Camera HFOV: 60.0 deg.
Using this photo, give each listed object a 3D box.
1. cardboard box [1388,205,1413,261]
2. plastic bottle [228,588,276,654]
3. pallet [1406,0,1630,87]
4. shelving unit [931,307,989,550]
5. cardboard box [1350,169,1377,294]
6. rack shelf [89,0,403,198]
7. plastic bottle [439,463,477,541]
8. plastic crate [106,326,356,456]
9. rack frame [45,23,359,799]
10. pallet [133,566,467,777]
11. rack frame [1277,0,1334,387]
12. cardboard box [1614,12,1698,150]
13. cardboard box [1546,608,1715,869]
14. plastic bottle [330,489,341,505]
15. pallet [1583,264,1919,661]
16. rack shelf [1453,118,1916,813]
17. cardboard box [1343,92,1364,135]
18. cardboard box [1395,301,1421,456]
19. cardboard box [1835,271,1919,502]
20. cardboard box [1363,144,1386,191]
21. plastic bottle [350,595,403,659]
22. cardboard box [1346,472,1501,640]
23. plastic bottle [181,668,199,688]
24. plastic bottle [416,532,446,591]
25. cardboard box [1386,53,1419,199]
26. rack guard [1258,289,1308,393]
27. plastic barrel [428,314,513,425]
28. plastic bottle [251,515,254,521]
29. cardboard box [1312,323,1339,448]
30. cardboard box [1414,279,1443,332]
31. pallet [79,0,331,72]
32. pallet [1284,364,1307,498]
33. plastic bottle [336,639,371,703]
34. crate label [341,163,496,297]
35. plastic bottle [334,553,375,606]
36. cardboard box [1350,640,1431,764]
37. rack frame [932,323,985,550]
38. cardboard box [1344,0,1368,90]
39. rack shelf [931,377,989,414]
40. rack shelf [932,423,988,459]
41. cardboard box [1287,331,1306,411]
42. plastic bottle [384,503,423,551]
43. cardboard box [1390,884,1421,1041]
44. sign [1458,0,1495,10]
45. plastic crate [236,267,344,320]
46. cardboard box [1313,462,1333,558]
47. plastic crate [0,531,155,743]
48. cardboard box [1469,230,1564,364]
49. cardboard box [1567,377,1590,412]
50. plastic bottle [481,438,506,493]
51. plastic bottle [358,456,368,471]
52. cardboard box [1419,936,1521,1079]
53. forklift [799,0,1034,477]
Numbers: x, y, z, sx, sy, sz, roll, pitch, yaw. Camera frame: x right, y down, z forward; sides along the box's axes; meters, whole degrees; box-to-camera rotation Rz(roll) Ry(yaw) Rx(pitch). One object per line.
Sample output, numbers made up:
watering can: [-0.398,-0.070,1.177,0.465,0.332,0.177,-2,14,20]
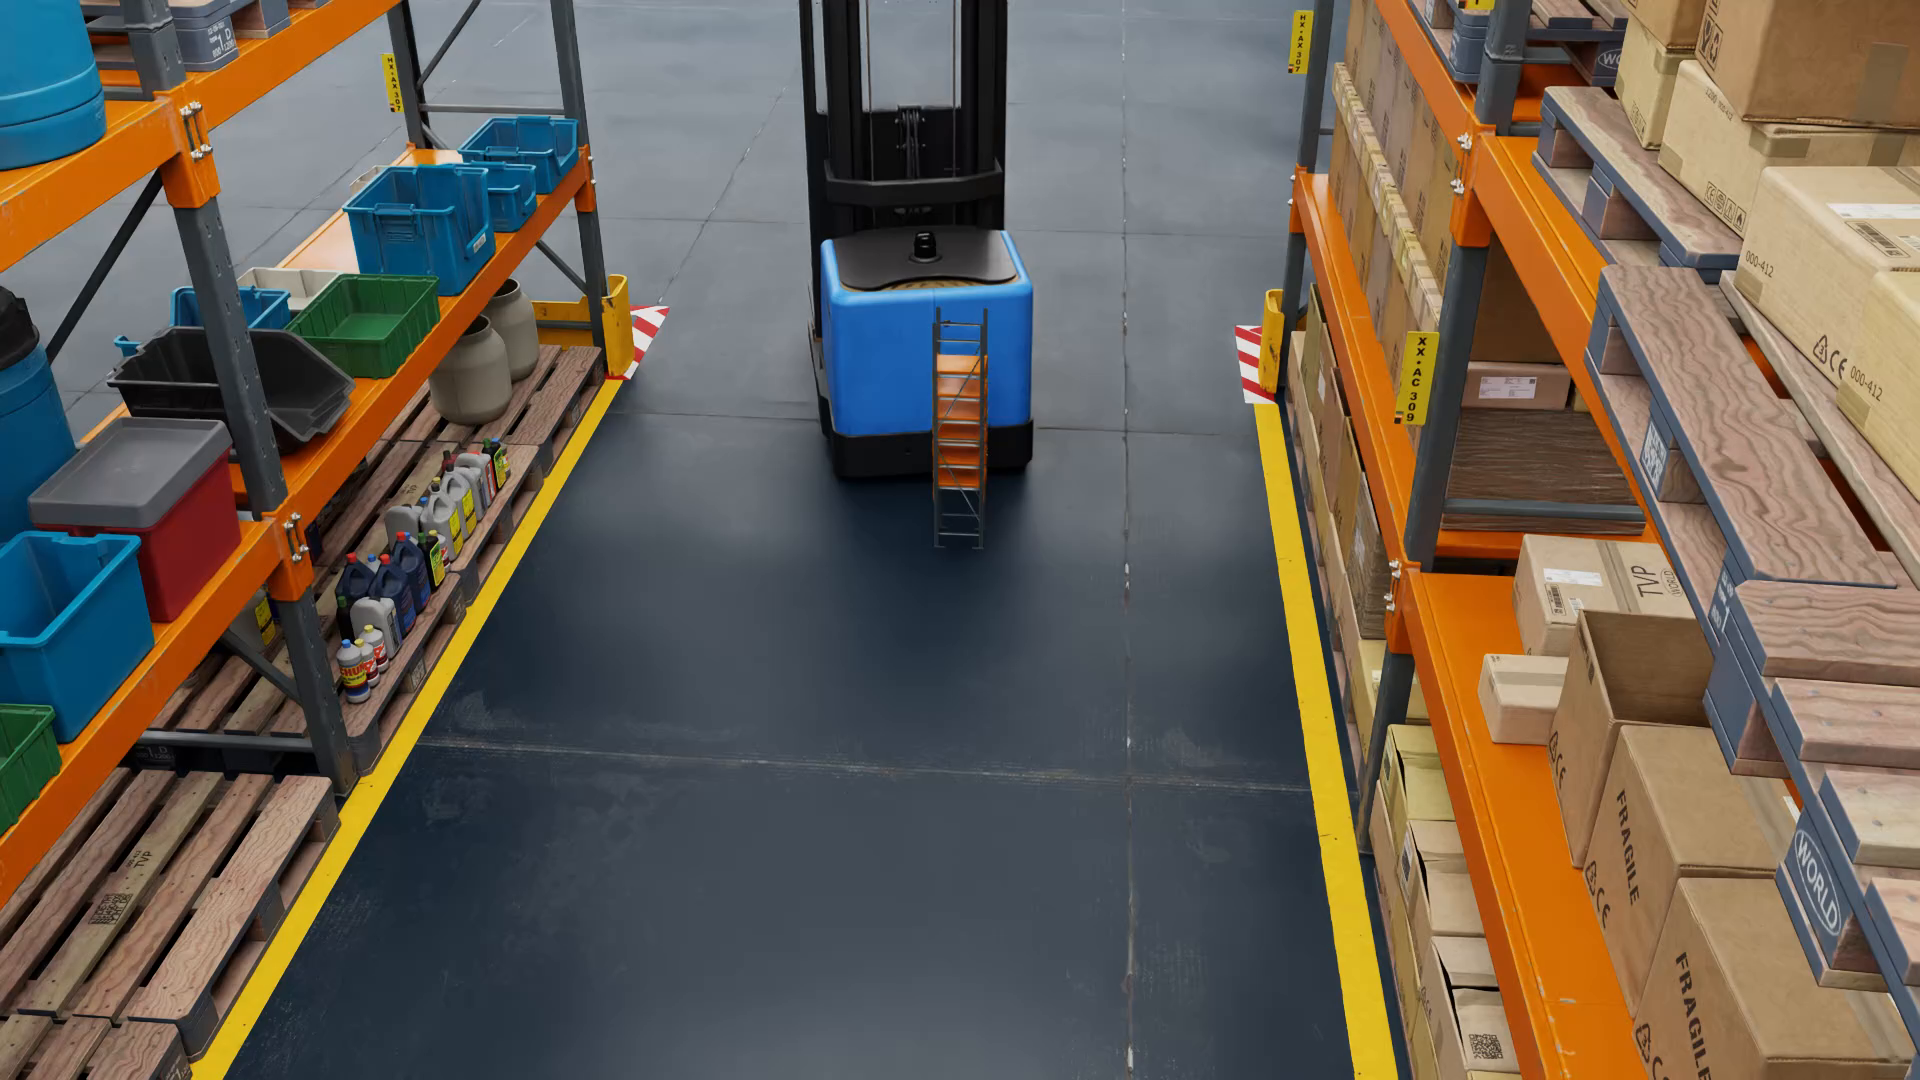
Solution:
cardboard box: [1.929,-1.225,6.665,0.380,0.149,0.250,3,32,5]
plastic bottle: [-3.012,0.293,7.021,0.144,0.351,0.185,2,32,4]
pallet: [2.059,-1.778,5.501,1.003,0.211,1.213,2,32,4]
shelving unit: [0.001,-0.518,7.947,0.258,1.200,0.189,2,32,4]
cardboard box: [2.206,-1.448,7.645,0.700,0.500,0.500,3,32,4]
rack shelf: [-2.758,-2.321,6.984,1.077,0.370,4.000,2,32,4]
plastic bottle: [-2.377,-0.187,7.800,0.144,0.351,0.185,4,32,6]
plastic crate: [-2.752,-0.547,6.337,0.767,0.338,0.504,2,32,4]
rack frame: [-2.921,-0.305,5.885,1.000,3.000,0.127,2,32,4]
pallet: [-2.825,0.533,7.184,1.003,0.211,1.213,2,32,4]
rack frame: [2.341,-2.183,8.933,1.000,3.000,0.127,2,32,4]
cardboard box: [1.956,-1.161,4.159,0.500,0.250,0.500,6,32,9]
cardboard box: [1.894,0.543,4.415,0.500,0.500,0.500,5,32,8]
plastic bottle: [-3.082,-0.308,8.072,0.097,0.271,0.097,0,32,0]
pallet: [1.744,-0.140,2.939,1.003,0.211,1.213,4,32,6]
rack shelf: [1.853,-0.016,3.244,1.077,0.370,4.000,2,32,4]
cardboard box: [2.054,-2.037,7.983,0.380,0.149,0.250,3,32,4]
cardboard box: [2.082,-0.642,6.338,0.700,0.500,0.500,2,32,3]
cardboard box: [1.753,-0.205,2.607,0.500,0.250,0.500,2,32,3]
cardboard box: [1.992,-1.632,7.325,0.380,0.149,0.250,2,32,3]
plastic bottle: [-2.459,0.349,7.001,0.152,0.276,0.135,4,32,6]
cardboard box: [1.888,0.069,6.785,0.500,0.500,0.500,2,32,4]
plastic bottle: [-3.202,0.496,6.834,0.097,0.201,0.097,0,32,0]
plastic bottle: [-2.371,0.077,7.436,0.061,0.283,0.133,4,32,6]
cardboard box: [2.168,-1.706,6.827,0.700,0.500,0.500,2,32,4]
rack guard: [2.343,-1.131,9.609,1.175,0.500,0.348,2,32,4]
plastic barrel: [-2.614,-0.906,8.833,0.421,0.512,0.421,0,32,0]
plastic bottle: [-3.114,0.017,7.468,0.144,0.351,0.185,2,32,4]
cardboard box: [2.009,-0.716,8.058,0.500,0.500,0.500,2,32,4]
cardboard box: [1.865,-0.827,6.020,0.380,0.149,0.250,2,32,3]
pallet: [-2.960,-1.883,5.767,1.213,0.211,1.003,2,32,4]
pallet: [2.321,-0.594,9.013,1.003,0.211,1.213,2,32,4]
plastic bottle: [-2.458,0.522,6.726,0.097,0.271,0.097,0,32,0]
crate label: [-2.476,-1.437,7.690,0.502,0.435,0.616,2,32,4]
plastic bottle: [-2.585,0.225,7.131,0.144,0.351,0.185,2,32,4]
cardboard box: [1.835,0.649,6.559,0.500,0.250,0.500,2,32,4]
rack frame: [-0.006,-0.471,7.870,0.240,1.200,0.006,2,32,4]
cardboard box: [2.286,-2.506,8.126,0.700,0.500,0.500,3,32,4]
rack shelf: [0.001,-0.685,7.845,0.258,0.103,0.180,2,32,4]
rack shelf: [0.001,-0.481,7.971,0.258,0.103,0.180,2,32,4]
cardboard box: [2.076,-0.920,9.104,0.500,0.250,0.500,2,32,4]
plastic bottle: [-2.542,-0.051,7.650,0.152,0.276,0.135,2,32,4]
cardboard box: [1.693,1.368,5.391,0.500,0.250,0.500,3,32,5]
sign: [1.462,-1.645,4.633,0.100,0.325,0.005,2,32,4]
plastic crate: [-3.041,-1.052,7.350,0.530,0.136,0.437,2,32,4]
cardboard box: [1.952,-0.136,7.832,0.500,0.250,0.500,2,32,4]
plastic crate: [-2.701,0.292,4.932,0.392,0.384,0.575,2,32,4]
cardboard box: [2.045,-0.918,5.549,0.700,0.500,0.500,3,32,4]
cardboard box: [2.230,-0.542,5.557,0.380,0.149,0.250,2,32,4]
plastic bottle: [-2.299,-0.386,8.187,0.061,0.283,0.133,3,32,5]
plastic bottle: [-3.054,-0.487,8.363,0.097,0.271,0.097,0,32,0]
cardboard box: [1.647,1.400,4.806,0.500,0.311,0.500,1,32,2]
forklift: [-0.329,-2.330,9.237,1.130,2.935,3.031,-4,32,-7]
